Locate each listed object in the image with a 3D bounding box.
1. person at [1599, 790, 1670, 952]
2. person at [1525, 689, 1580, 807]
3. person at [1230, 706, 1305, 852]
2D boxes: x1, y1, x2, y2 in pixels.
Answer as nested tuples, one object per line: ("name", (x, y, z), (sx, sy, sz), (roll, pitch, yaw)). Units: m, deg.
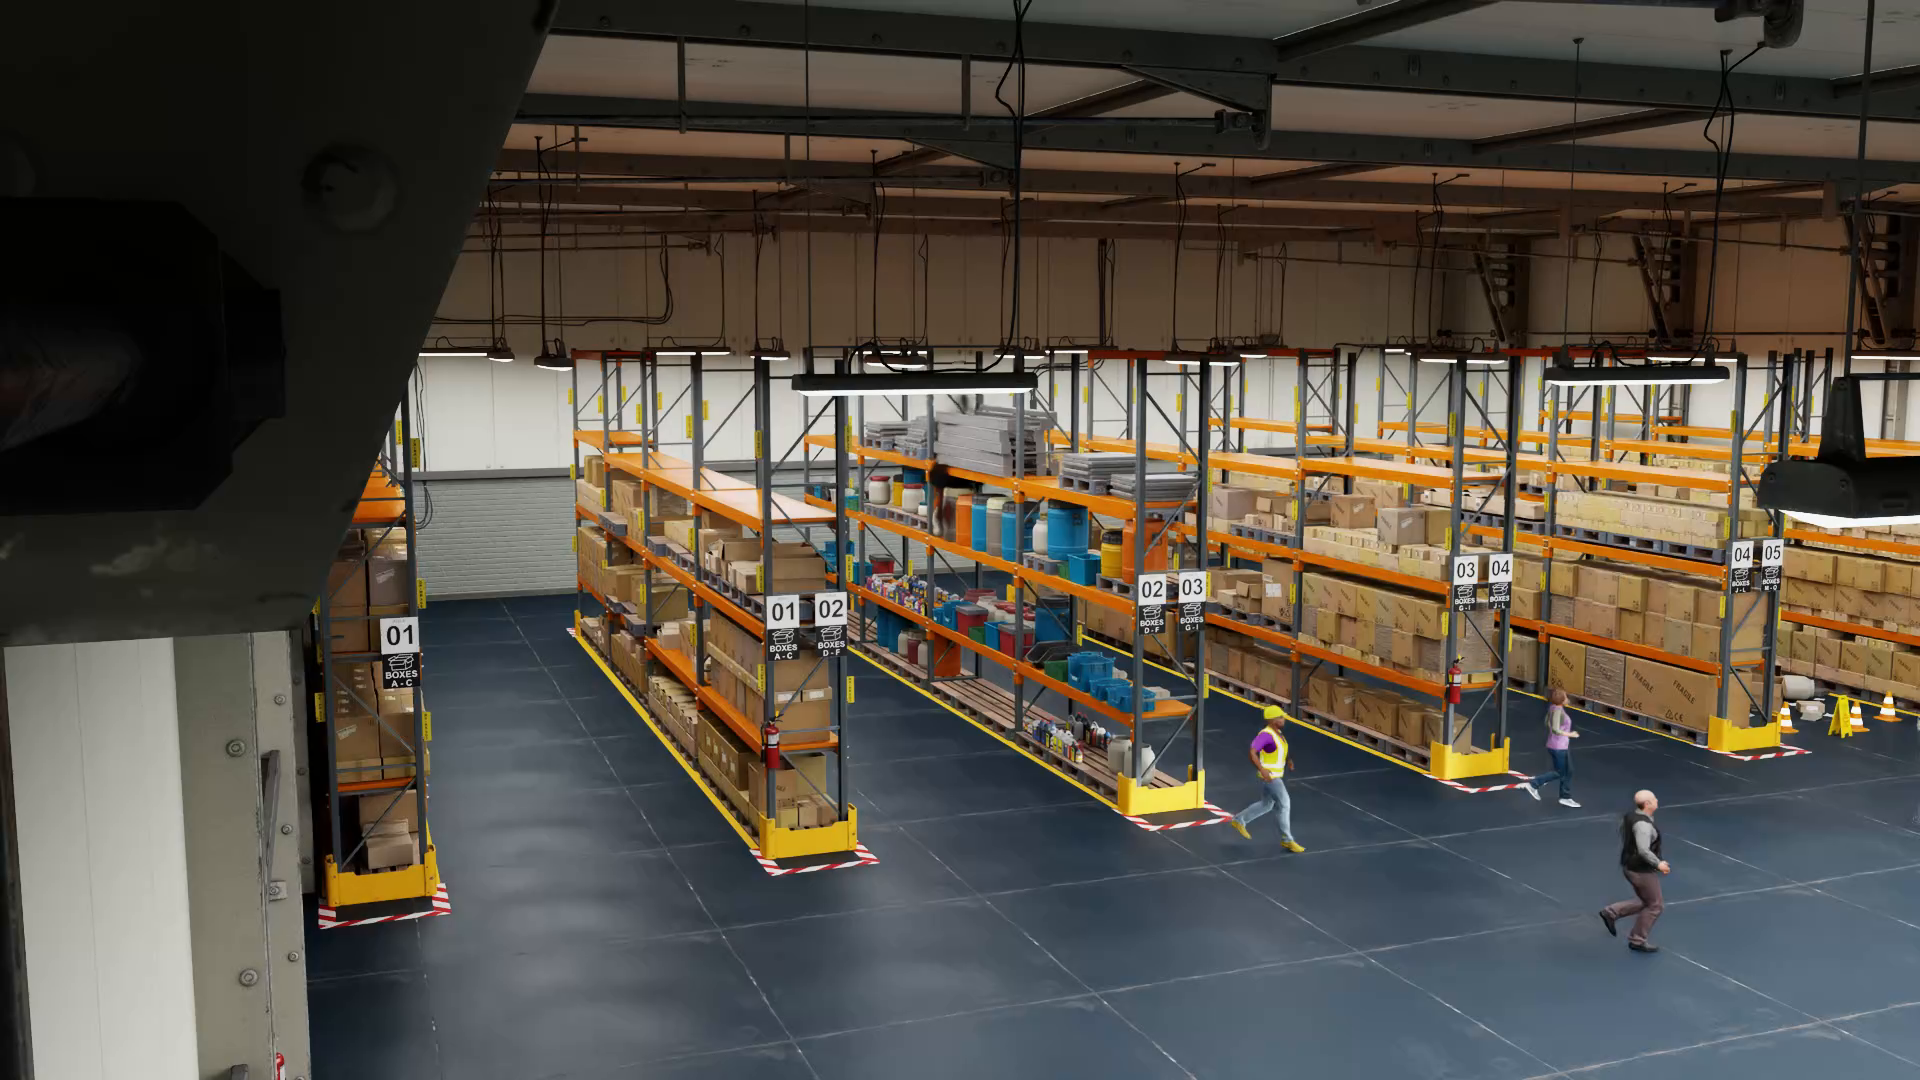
("person", (6.946, 3.384, 17.108), (0.588, 1.677, 0.690), (1, 7, 4))
("person", (7.965, 2.787, 22.264), (0.711, 1.597, 0.537), (3, 8, 20))
("person", (3.820, 2.916, 20.522), (0.929, 1.776, 0.718), (2, 7, 15))
